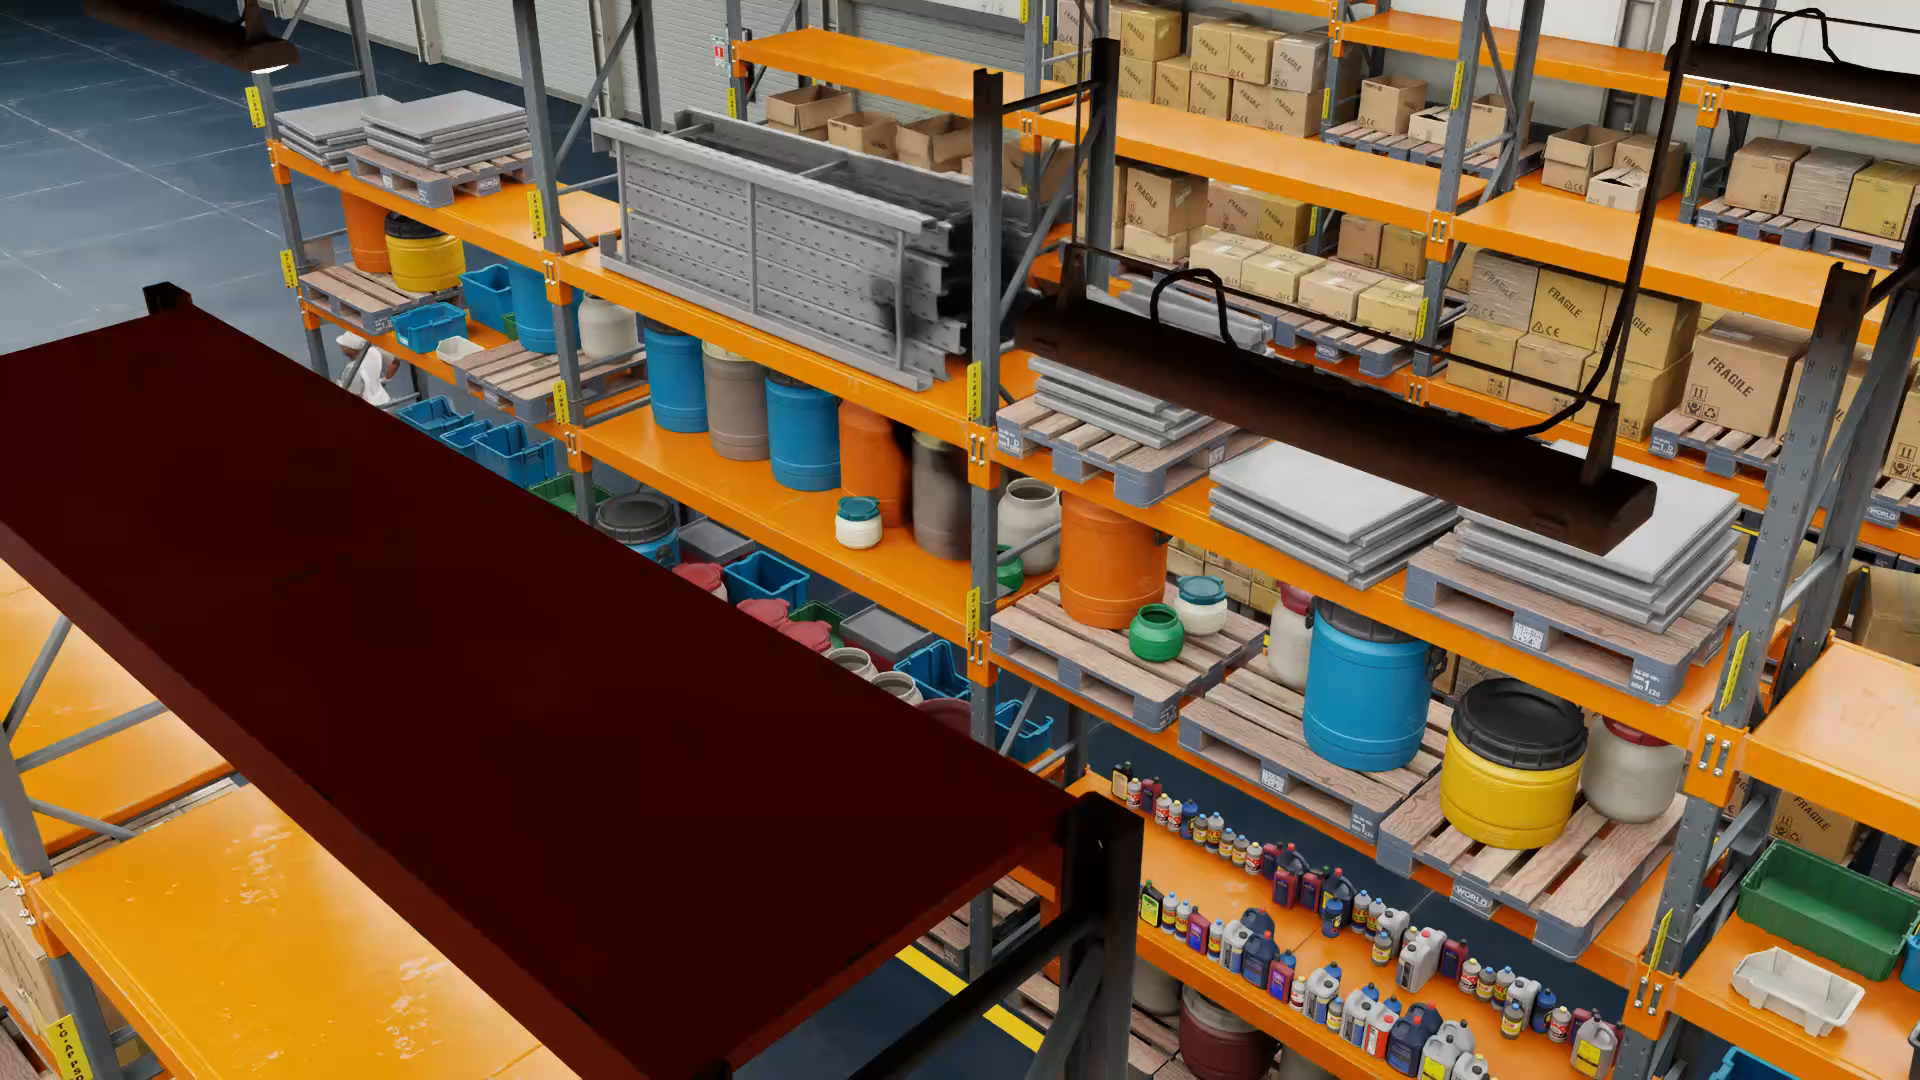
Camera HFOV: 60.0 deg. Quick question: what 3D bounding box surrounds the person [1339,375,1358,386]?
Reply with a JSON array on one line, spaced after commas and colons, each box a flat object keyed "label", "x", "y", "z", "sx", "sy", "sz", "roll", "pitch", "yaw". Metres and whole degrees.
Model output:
[{"label": "person", "x": 3.638, "y": -0.816, "z": 16.043, "sx": 0.580, "sy": 1.636, "sz": 0.547, "roll": -25, "pitch": 38, "yaw": -37}]

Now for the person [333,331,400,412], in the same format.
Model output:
[{"label": "person", "x": -5.918, "y": -1.297, "z": 16.656, "sx": 0.993, "sy": 1.760, "sz": 0.689, "roll": 0, "pitch": 29, "yaw": 0}]
